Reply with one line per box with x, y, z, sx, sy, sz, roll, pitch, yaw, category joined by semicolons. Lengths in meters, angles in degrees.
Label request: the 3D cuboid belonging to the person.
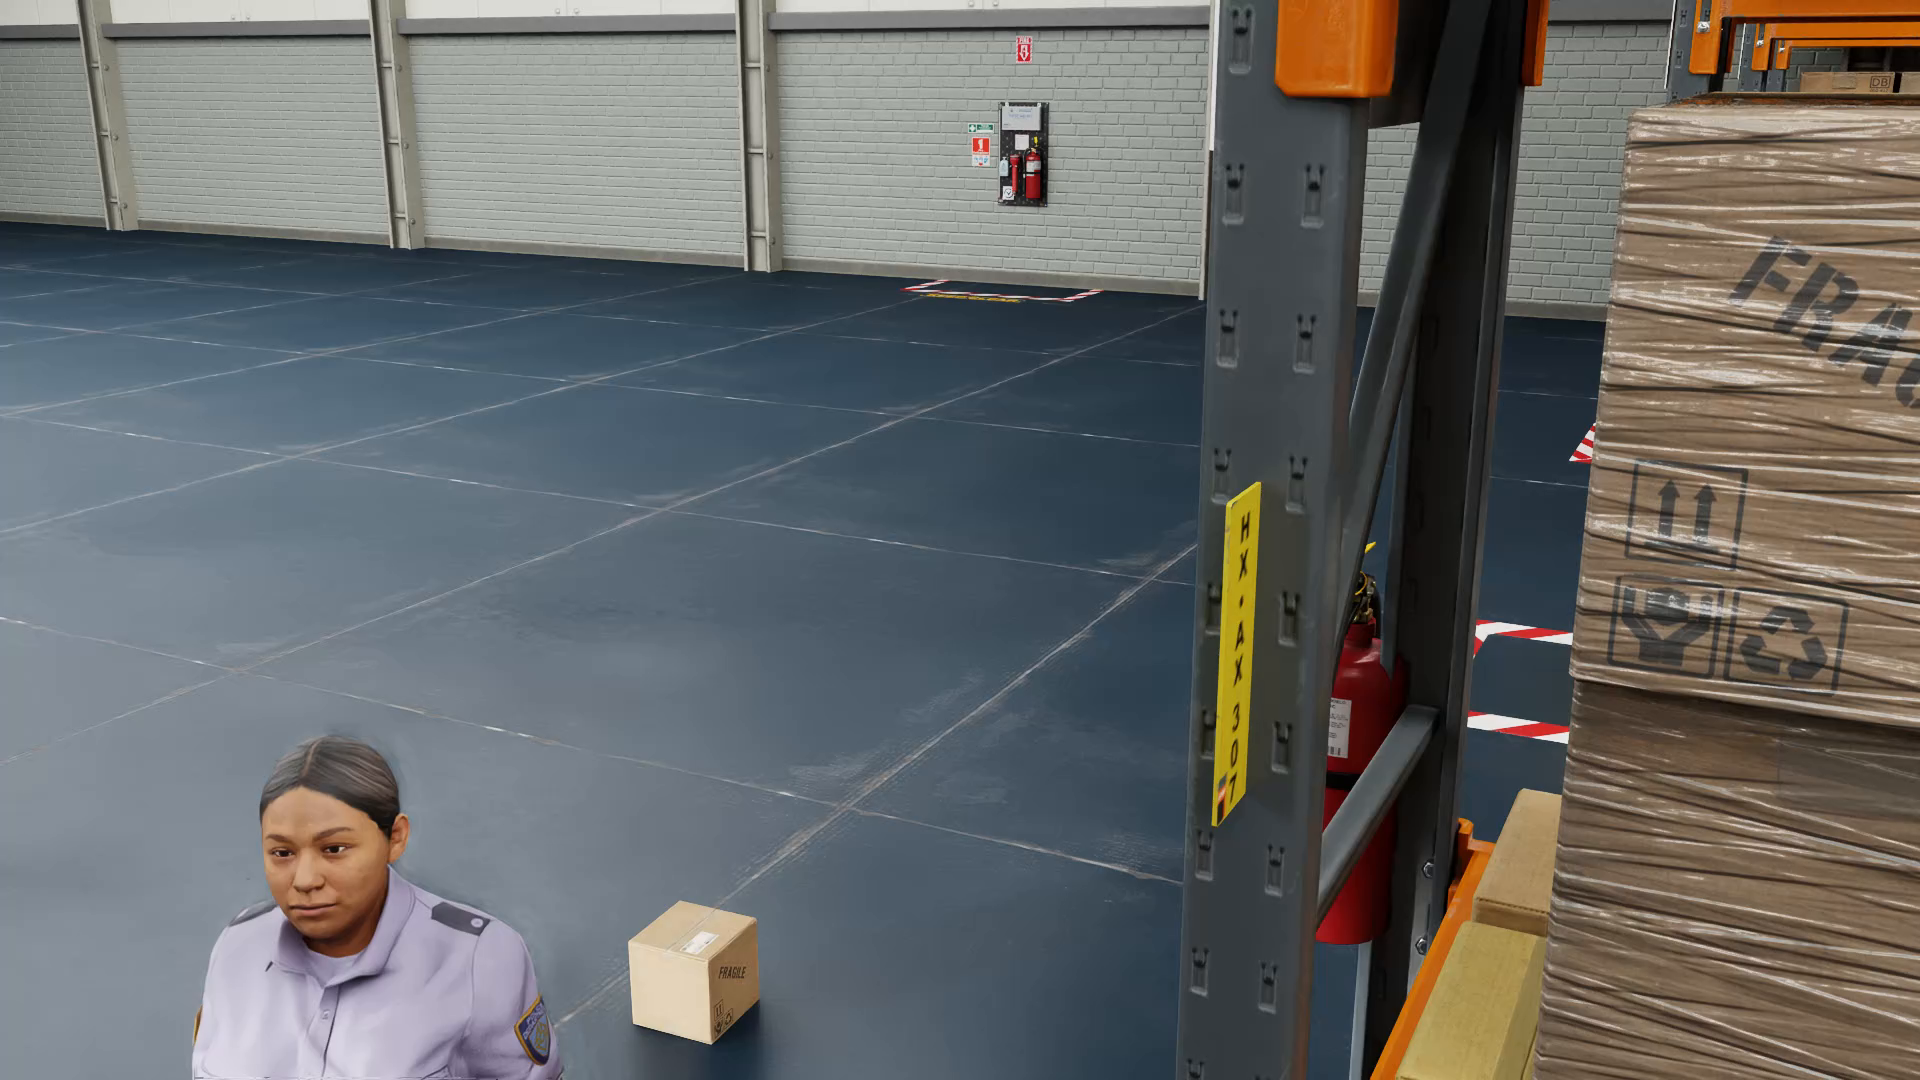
-0.792;1.068;2.271;0.495;1.675;0.427;3;16;10;person
